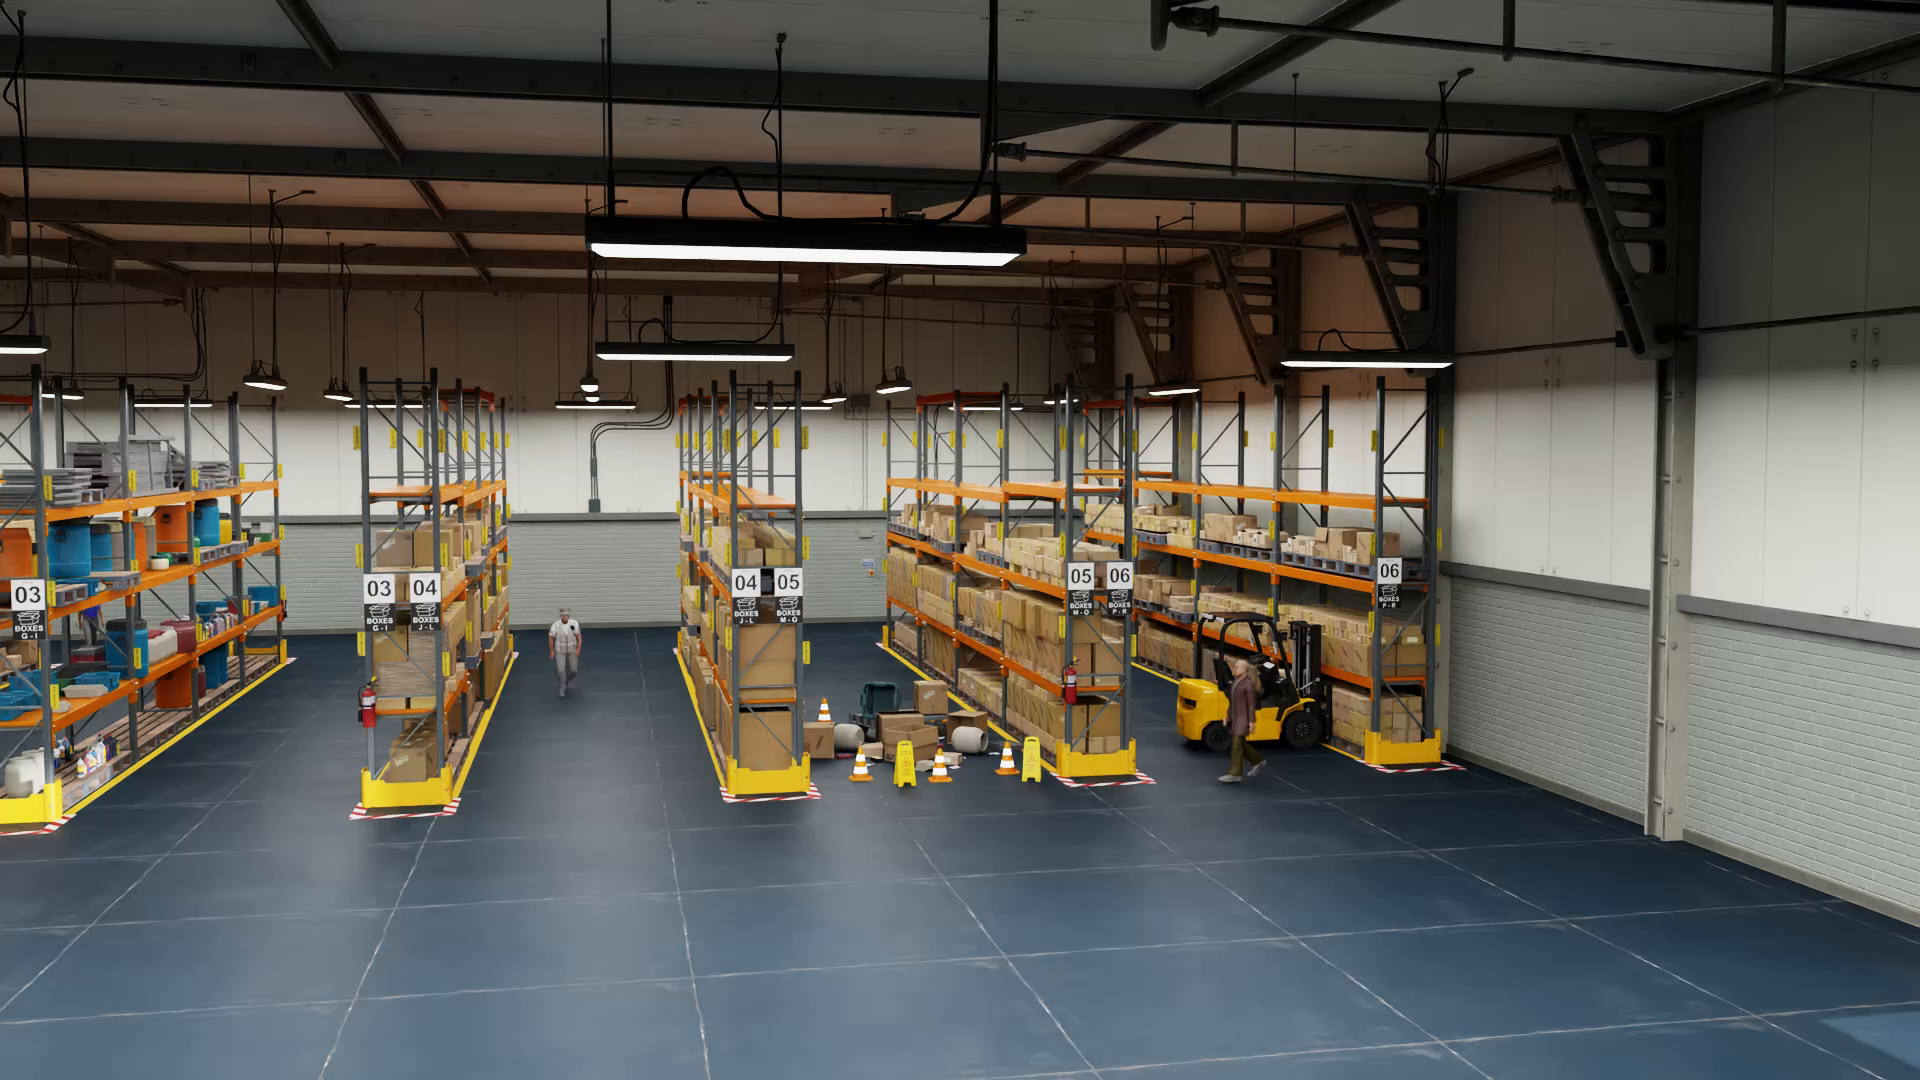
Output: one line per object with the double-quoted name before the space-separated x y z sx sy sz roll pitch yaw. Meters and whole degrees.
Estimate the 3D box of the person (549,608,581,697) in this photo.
"person" -7.805 2.191 32.841 0.624 1.741 0.637 -1 4 -19

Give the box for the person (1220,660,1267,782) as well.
"person" 4.191 2.651 24.566 0.874 1.763 0.551 -1 3 -13

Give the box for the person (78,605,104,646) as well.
"person" -20.125 1.891 38.489 0.499 1.591 1.079 -3 4 -38
